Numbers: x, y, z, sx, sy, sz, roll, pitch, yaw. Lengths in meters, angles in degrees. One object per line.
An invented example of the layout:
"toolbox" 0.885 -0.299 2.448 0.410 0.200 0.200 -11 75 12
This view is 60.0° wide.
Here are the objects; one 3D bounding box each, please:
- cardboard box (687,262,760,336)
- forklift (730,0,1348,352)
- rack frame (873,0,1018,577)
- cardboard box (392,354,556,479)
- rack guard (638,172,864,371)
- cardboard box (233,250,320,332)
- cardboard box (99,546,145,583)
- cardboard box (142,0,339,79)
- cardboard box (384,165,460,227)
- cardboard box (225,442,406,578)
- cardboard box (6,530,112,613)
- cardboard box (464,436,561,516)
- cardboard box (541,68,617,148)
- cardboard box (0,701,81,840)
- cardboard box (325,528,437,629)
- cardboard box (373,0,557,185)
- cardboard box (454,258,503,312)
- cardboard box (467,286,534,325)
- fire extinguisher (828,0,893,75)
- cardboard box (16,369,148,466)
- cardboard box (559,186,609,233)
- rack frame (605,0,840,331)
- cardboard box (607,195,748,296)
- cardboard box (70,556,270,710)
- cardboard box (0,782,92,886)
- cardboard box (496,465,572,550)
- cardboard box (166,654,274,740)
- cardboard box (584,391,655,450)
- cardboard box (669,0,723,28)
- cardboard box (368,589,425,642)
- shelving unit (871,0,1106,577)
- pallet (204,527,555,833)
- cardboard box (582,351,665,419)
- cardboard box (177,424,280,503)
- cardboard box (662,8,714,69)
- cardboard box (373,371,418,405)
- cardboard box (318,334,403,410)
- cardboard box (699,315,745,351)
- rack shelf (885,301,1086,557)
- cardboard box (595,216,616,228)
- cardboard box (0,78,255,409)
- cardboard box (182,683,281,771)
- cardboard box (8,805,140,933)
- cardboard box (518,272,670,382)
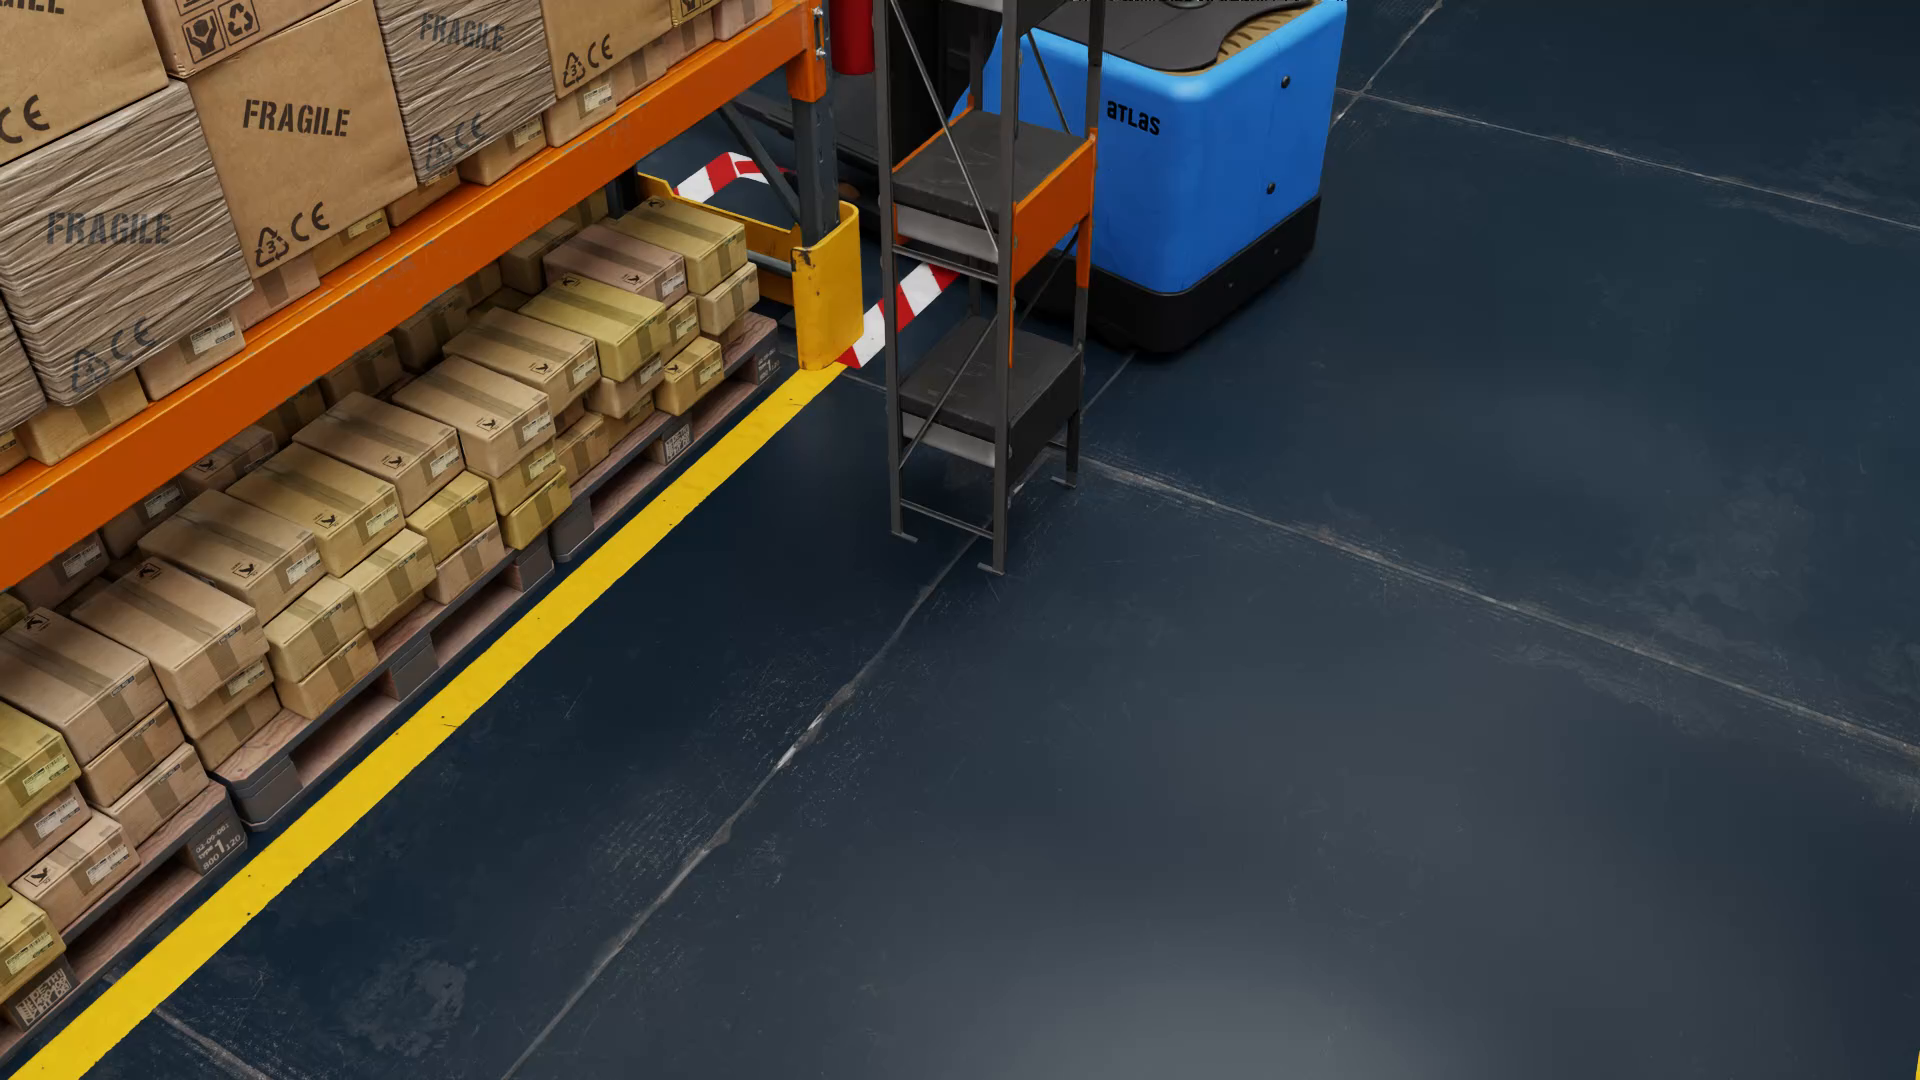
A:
"cardboard box" -0.900 -0.852 5.562 0.380 0.149 0.250 20 45 21
"forklift" -0.077 -2.595 5.979 3.031 2.935 1.130 29 49 29
"rack frame" -0.039 -0.743 4.505 0.400 2.100 0.015 21 45 22
"cardboard box" -1.394 -0.359 4.777 0.380 0.149 0.250 23 46 24
"rack guard" -0.921 -1.067 6.083 1.175 0.500 0.348 21 45 22
"cardboard box" -1.749 -0.658 3.917 0.380 0.149 0.250 23 46 24
"cardboard box" -2.286 0.027 4.564 0.380 0.149 0.250 19 45 20
"cardboard box" -1.664 -1.335 3.439 0.500 0.500 0.500 19 45 21
"cardboard box" -1.522 -0.966 4.268 0.380 0.149 0.250 19 45 20
"cardboard box" -1.729 -0.085 4.466 0.380 0.149 0.250 21 46 22
"cardboard box" -2.467 0.027 4.339 0.380 0.149 0.250 19 45 20
"cardboard box" -1.406 -0.253 4.882 0.380 0.149 0.250 22 46 23
"cardboard box" -1.178 -1.242 4.581 0.380 0.149 0.250 22 46 23
"cardboard box" -2.260 0.502 3.800 0.380 0.149 0.250 20 45 21
"cardboard box" -1.665 0.054 4.533 0.380 0.149 0.250 21 46 22
"cardboard box" -1.393 -1.269 4.121 0.500 0.500 0.500 21 46 22
"cardboard box" -1.710 -0.873 5.361 0.380 0.149 0.250 21 45 22
"cardboard box" -1.599 -0.726 5.419 0.380 0.149 0.250 21 46 23
"fire extinguisher" -0.357 -1.871 5.446 0.296 0.674 0.183 21 45 22
"cardboard box" -1.983 -0.338 3.554 0.380 0.149 0.250 22 46 23
"cardboard box" -1.439 -1.172 5.701 0.380 0.149 0.250 19 45 20
"rack frame" -0.883 -2.049 5.307 1.000 3.000 0.127 21 45 22
"cardboard box" -0.928 -0.973 5.474 0.380 0.149 0.250 21 46 23
"cardboard box" -1.951 0.226 4.113 0.380 0.149 0.250 22 46 23
"cardboard box" -2.286 0.613 3.898 0.380 0.149 0.250 21 45 22
"cardboard box" -1.399 -0.151 4.991 0.380 0.149 0.250 19 45 20
"cardboard box" -1.991 0.310 4.242 0.380 0.149 0.250 23 46 24
"cardboard box" -1.214 -0.463 5.345 0.380 0.149 0.250 21 45 22
"cardboard box" -0.885 -1.856 4.787 0.500 0.500 0.500 22 46 23
"cardboard box" -1.745 0.119 4.685 0.380 0.149 0.250 22 46 23
"shelving unit" 0.083 -0.883 4.664 0.431 2.100 0.503 21 45 22
"pallet" -1.970 0.190 4.875 1.003 0.211 1.213 21 45 22
"cardboard box" -1.158 -0.554 5.223 0.380 0.149 0.250 19 45 20
"cardboard box" -2.124 -0.237 4.639 0.380 0.149 0.250 21 46 22
"cardboard box" -0.958 -1.544 4.924 0.380 0.149 0.250 21 45 22
"cardboard box" -1.872 -0.432 5.085 0.380 0.149 0.250 19 45 20
"cardboard box" -1.909 -0.548 4.992 0.380 0.149 0.250 23 46 24
"cardboard box" -0.966 -0.766 5.690 0.380 0.149 0.250 22 46 23
"rack shelf" 0.083 -0.347 5.135 0.431 0.518 0.480 21 45 22
"cardboard box" -1.367 -1.033 5.768 0.380 0.149 0.250 23 46 24
"cardboard box" -1.894 -0.671 3.441 0.500 0.500 0.500 20 45 21
"cardboard box" -2.023 0.411 4.353 0.380 0.149 0.250 19 45 20
"cardboard box" -2.212 0.739 3.981 0.380 0.149 0.250 21 45 22
"cardboard box" -1.123 -0.658 5.117 0.380 0.149 0.250 20 45 21
